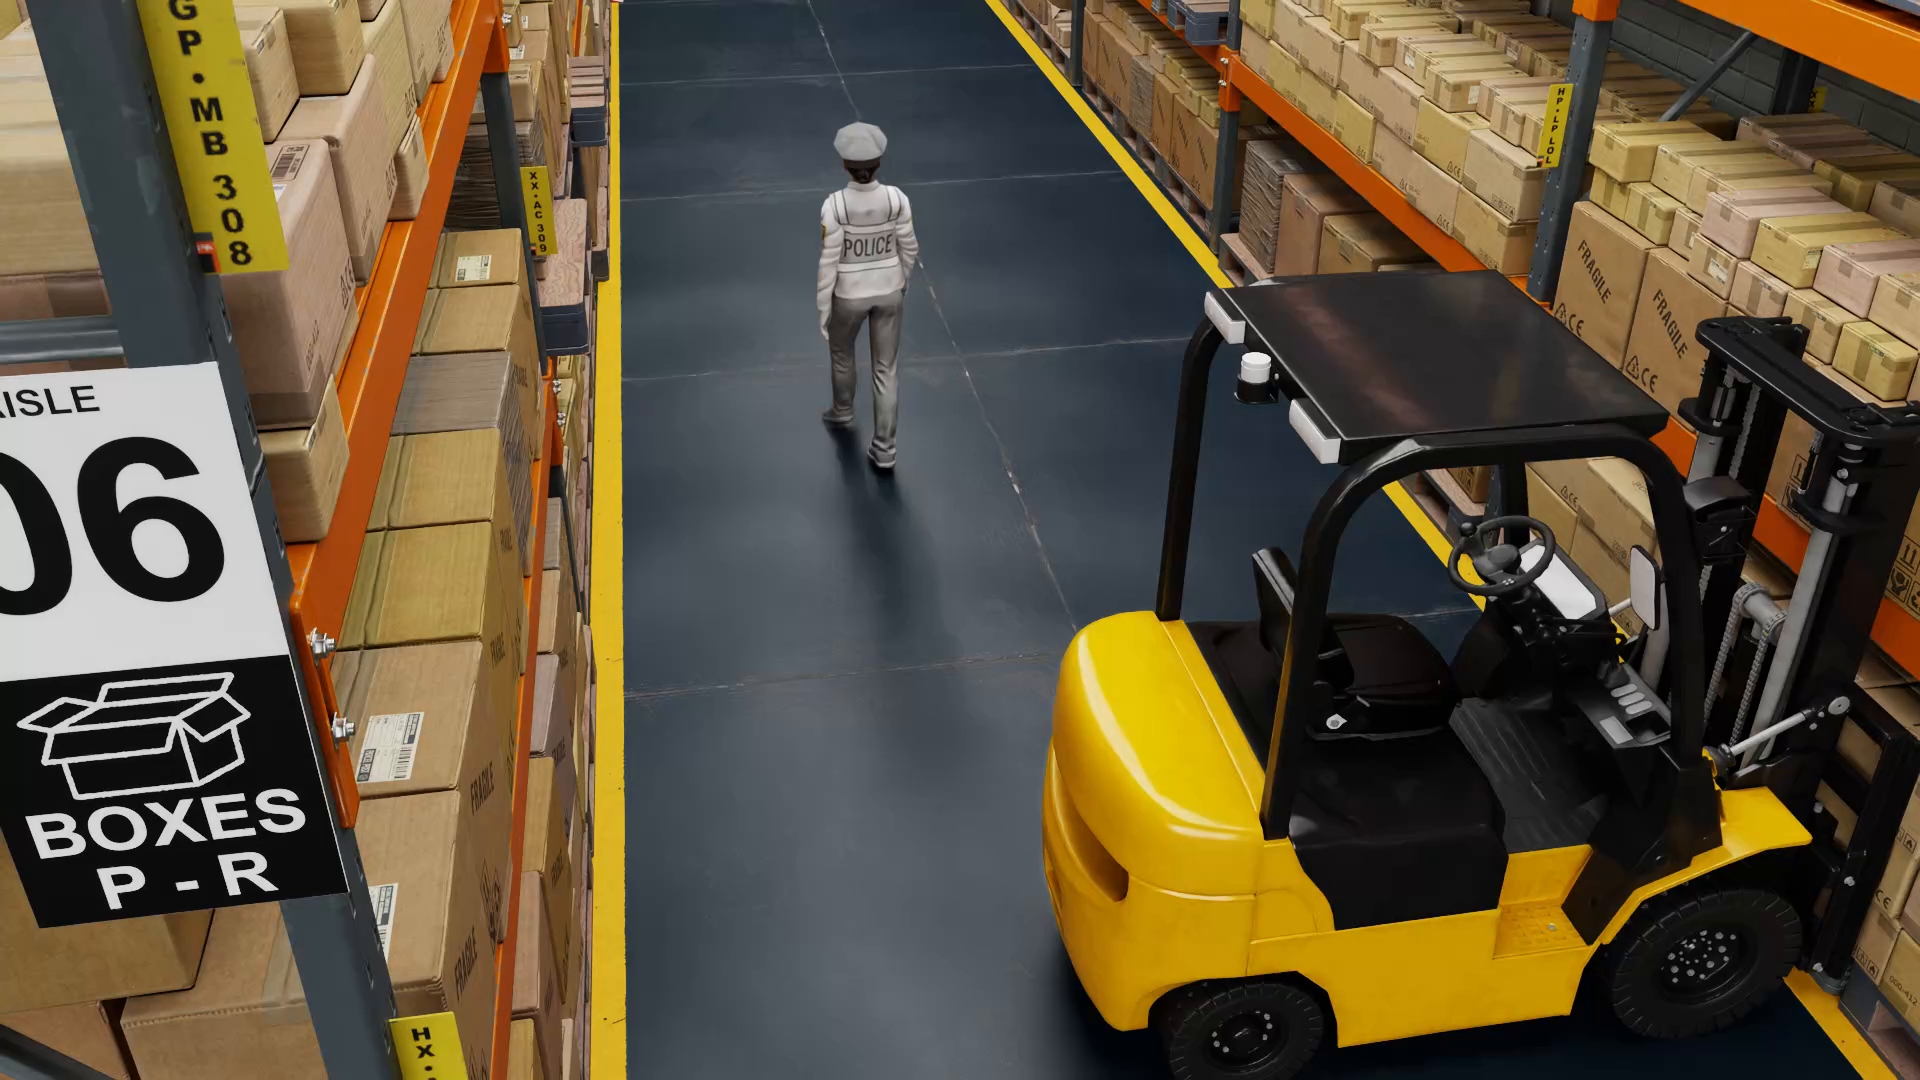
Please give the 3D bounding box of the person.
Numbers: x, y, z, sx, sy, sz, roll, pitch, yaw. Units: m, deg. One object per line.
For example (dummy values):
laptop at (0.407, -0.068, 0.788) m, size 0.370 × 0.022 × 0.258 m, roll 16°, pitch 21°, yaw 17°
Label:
person at (-0.467, -1.223, 8.151) m, size 0.525 × 1.695 × 0.810 m, roll -7°, pitch 31°, yaw -11°
